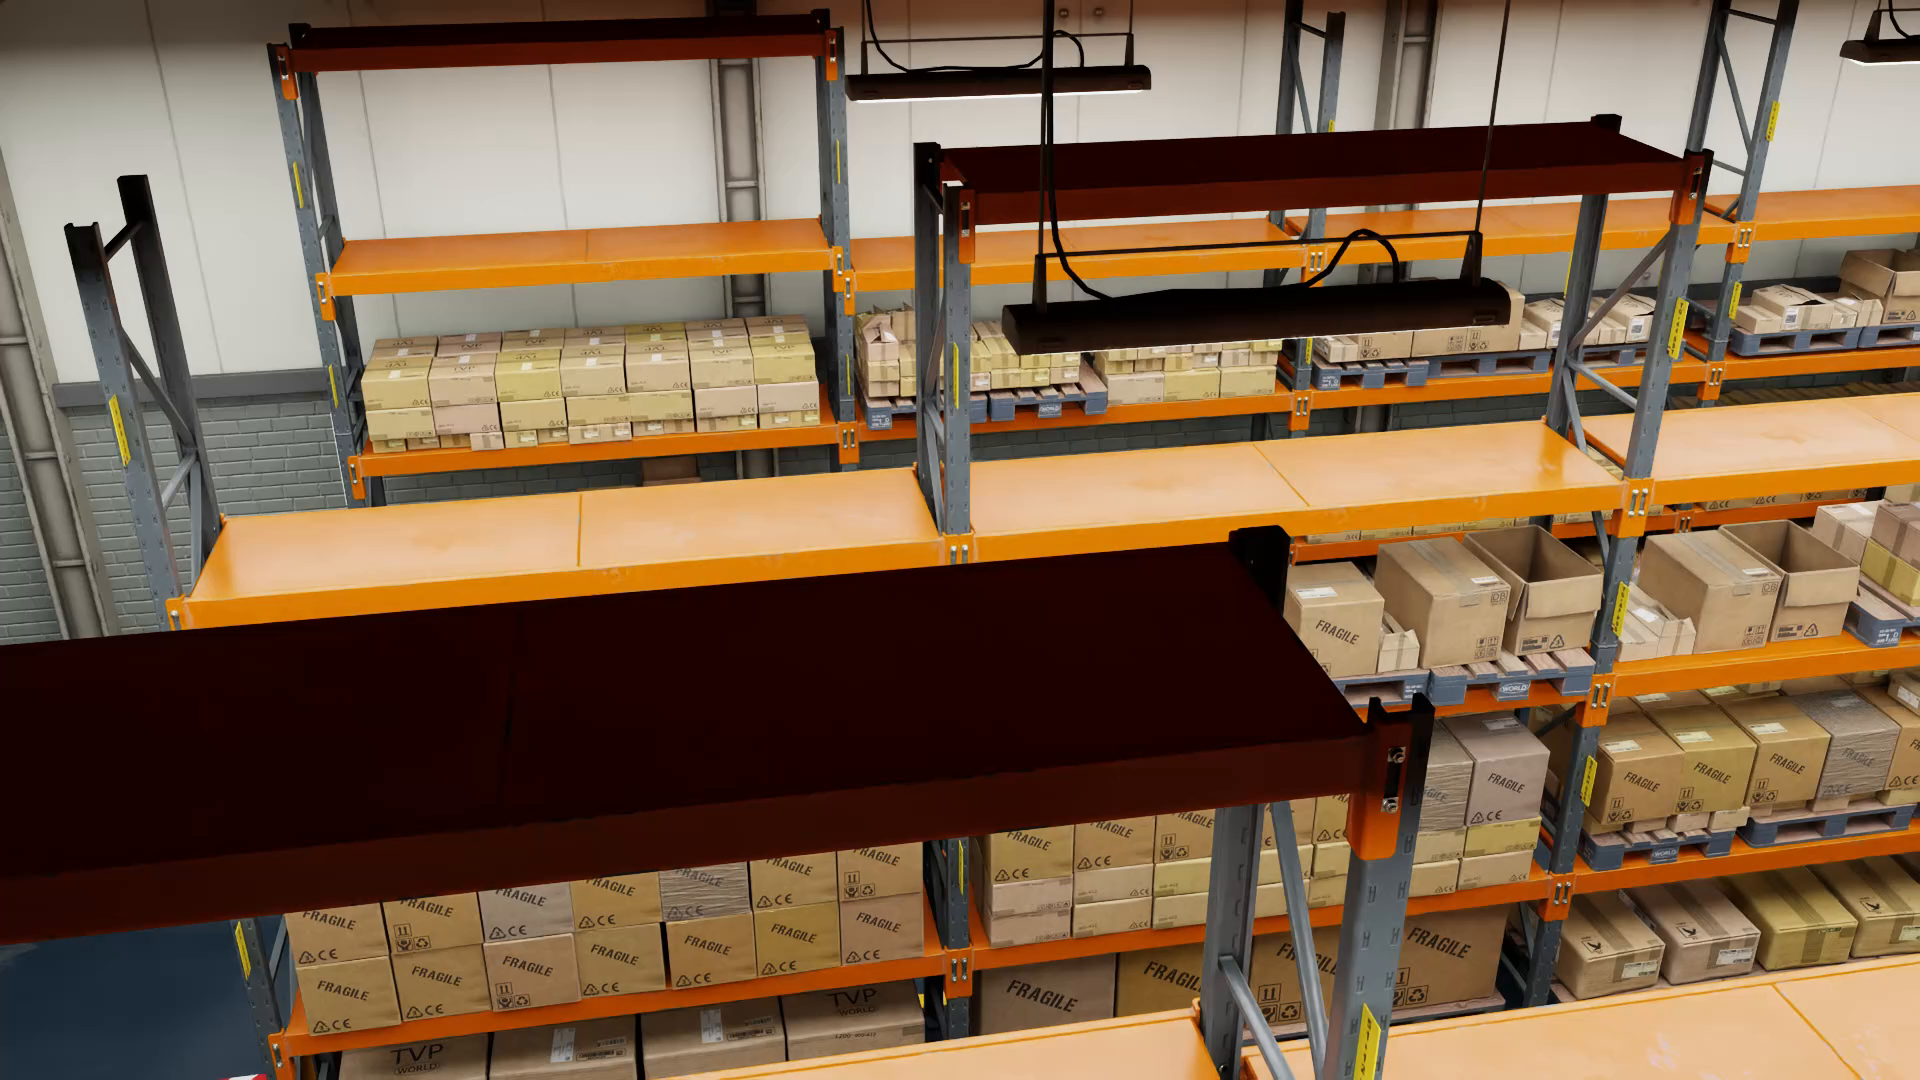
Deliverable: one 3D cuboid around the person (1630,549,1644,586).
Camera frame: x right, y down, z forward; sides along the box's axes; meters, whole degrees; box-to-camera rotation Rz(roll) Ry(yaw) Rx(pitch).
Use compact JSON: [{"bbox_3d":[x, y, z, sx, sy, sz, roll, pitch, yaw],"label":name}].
[{"bbox_3d":[6.136,0.781,14.892,0.627,1.616,0.455,-11,28,-22],"label":"person"}]
